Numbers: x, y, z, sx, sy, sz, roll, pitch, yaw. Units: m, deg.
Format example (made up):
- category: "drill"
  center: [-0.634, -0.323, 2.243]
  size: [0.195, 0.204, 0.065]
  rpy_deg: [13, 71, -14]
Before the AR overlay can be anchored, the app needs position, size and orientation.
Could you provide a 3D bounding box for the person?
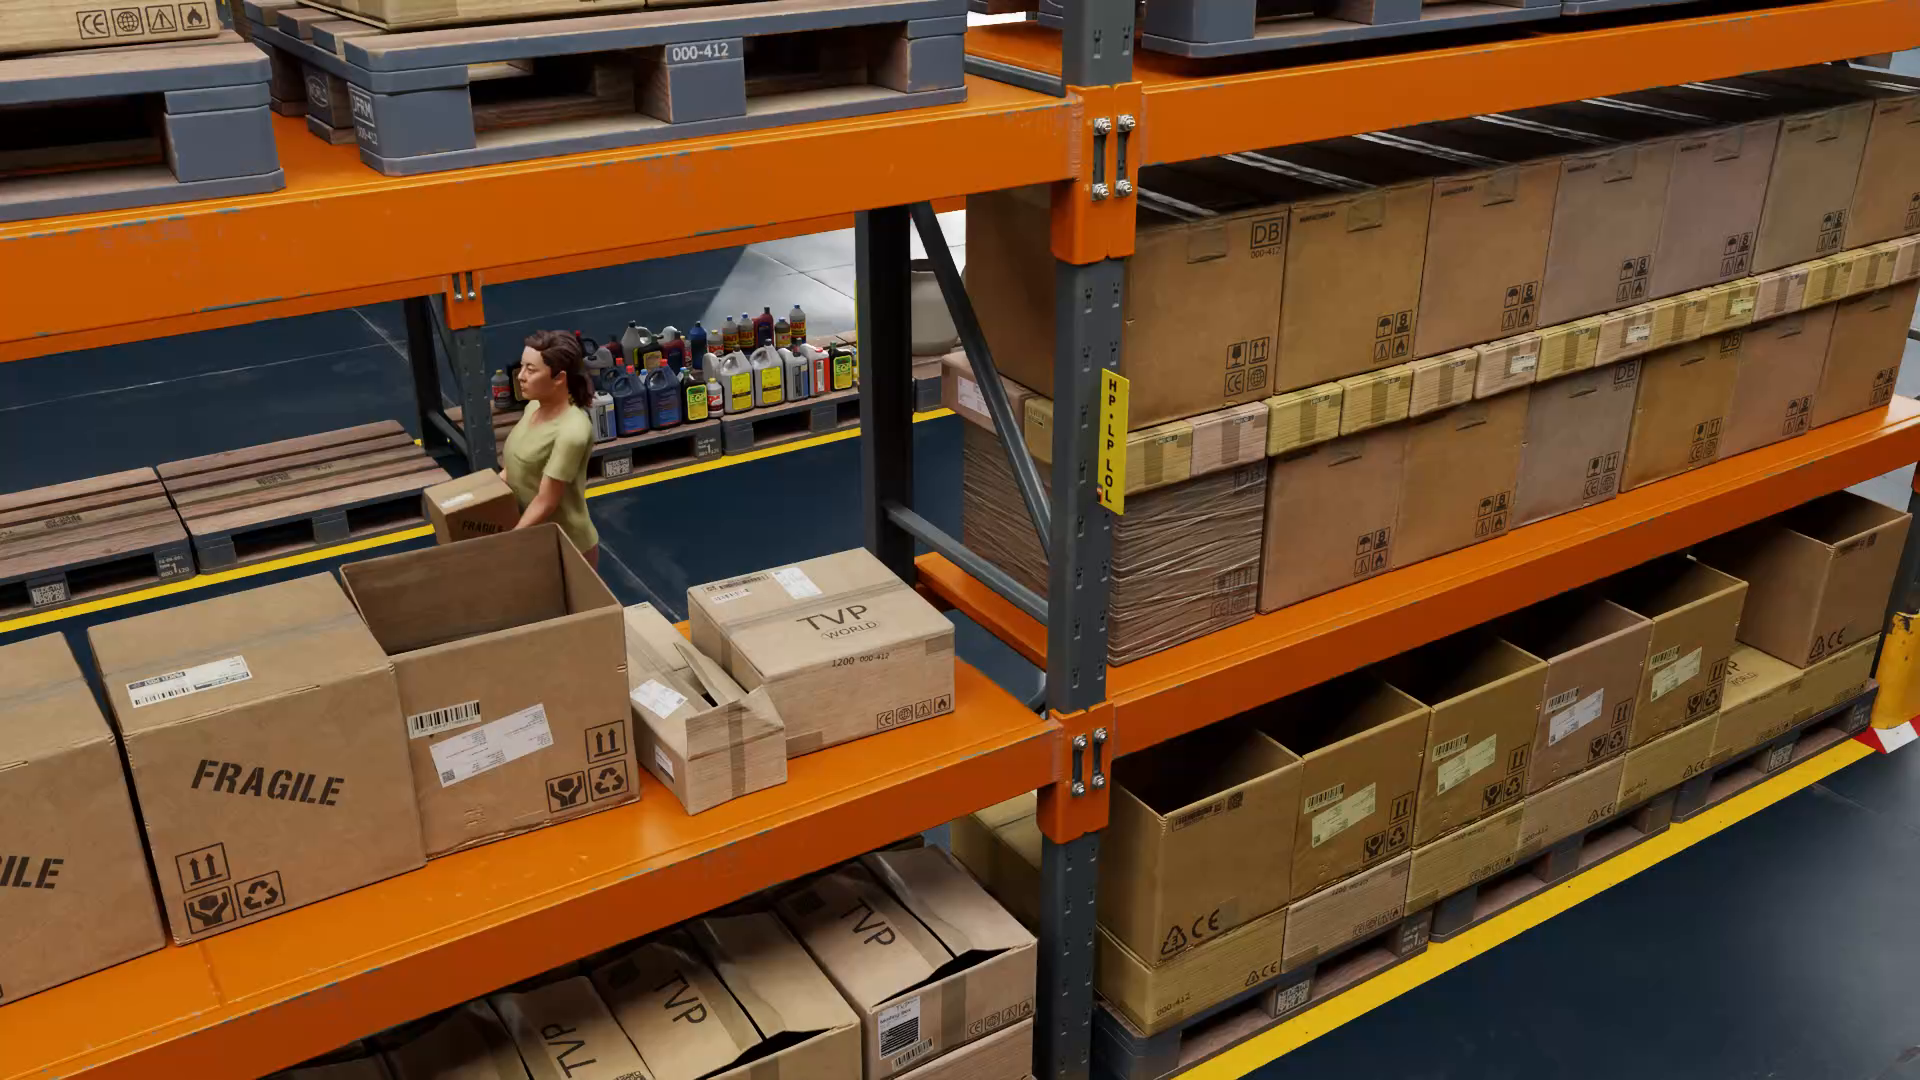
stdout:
- category: "person"
  center: [-1.524, 0.059, 6.000]
  size: [0.556, 1.665, 0.425]
  rpy_deg: [-15, 29, -29]
